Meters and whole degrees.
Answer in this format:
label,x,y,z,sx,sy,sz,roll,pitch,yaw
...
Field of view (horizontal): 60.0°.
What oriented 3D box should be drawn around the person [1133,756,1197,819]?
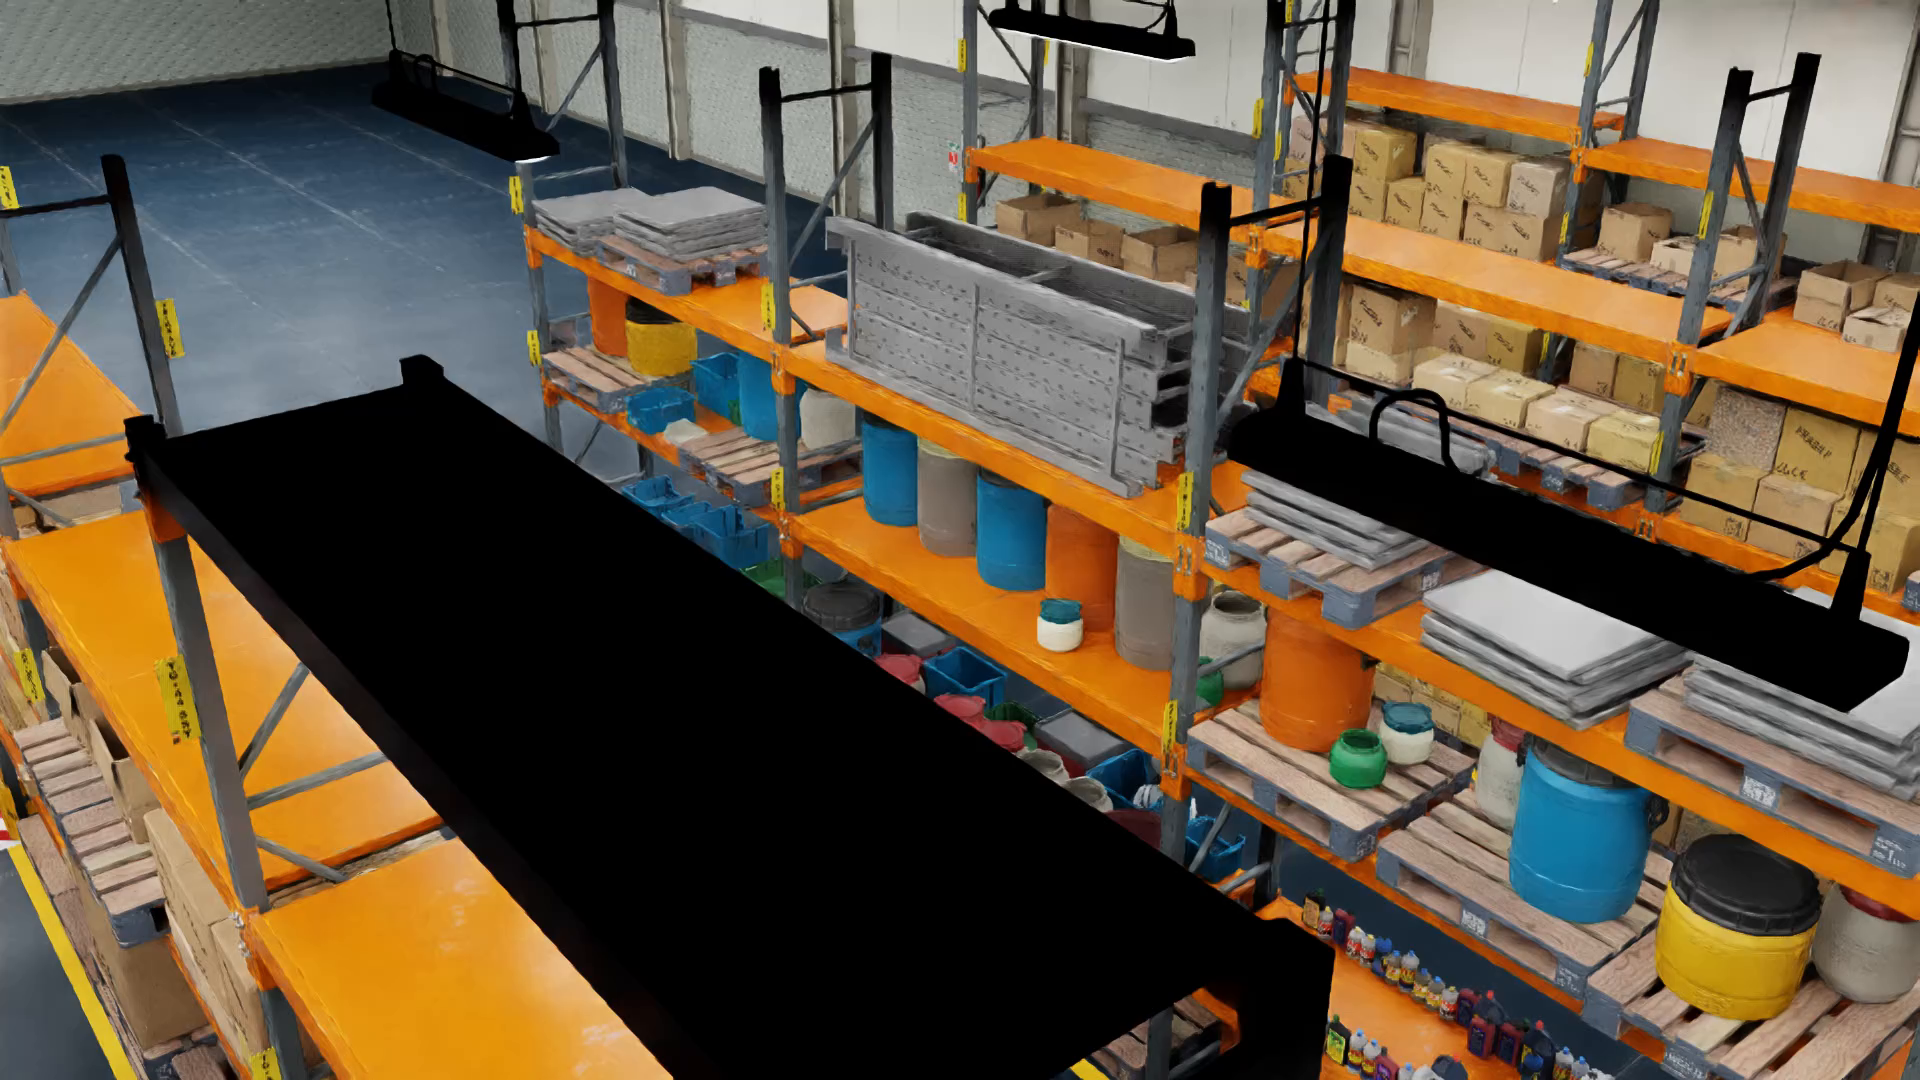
label,x,y,z,sx,sy,sz,roll,pitch,yaw
person,1.373,2.152,11.555,0.537,1.595,0.426,4,26,8
